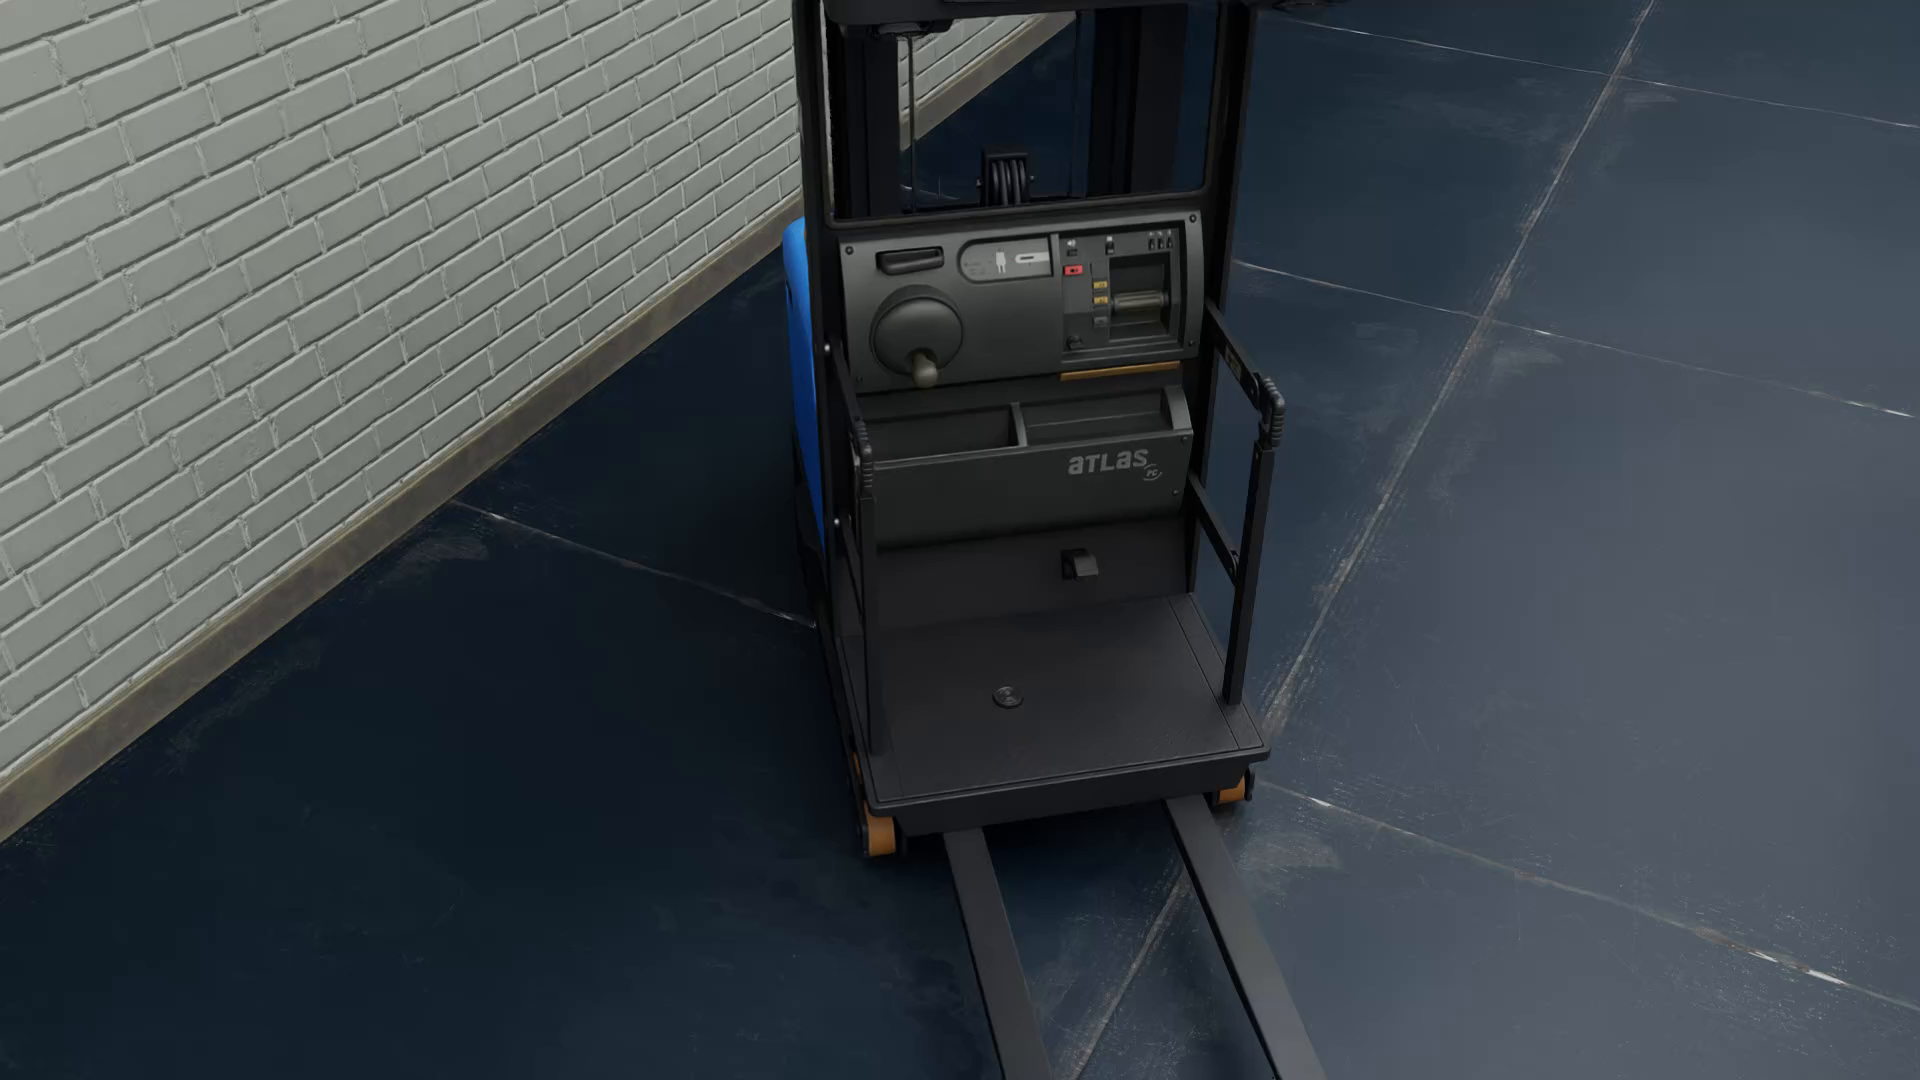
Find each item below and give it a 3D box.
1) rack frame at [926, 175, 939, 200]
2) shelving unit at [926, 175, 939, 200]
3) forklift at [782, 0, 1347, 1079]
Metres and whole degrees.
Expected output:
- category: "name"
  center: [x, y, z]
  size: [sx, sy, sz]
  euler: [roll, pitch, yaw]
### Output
- category: "rack frame"
  center: [-0.092, -0.760, 5.883]
  size: [0.008, 1.050, 0.200]
  euler: [6, 38, 8]
- category: "shelving unit"
  center: [-0.212, -0.773, 5.901]
  size: [0.252, 1.050, 0.215]
  euler: [6, 38, 8]
- category: "forklift"
  center: [0.209, -0.541, 4.039]
  size: [1.130, 2.935, 3.031]
  euler: [-7, 38, -9]
